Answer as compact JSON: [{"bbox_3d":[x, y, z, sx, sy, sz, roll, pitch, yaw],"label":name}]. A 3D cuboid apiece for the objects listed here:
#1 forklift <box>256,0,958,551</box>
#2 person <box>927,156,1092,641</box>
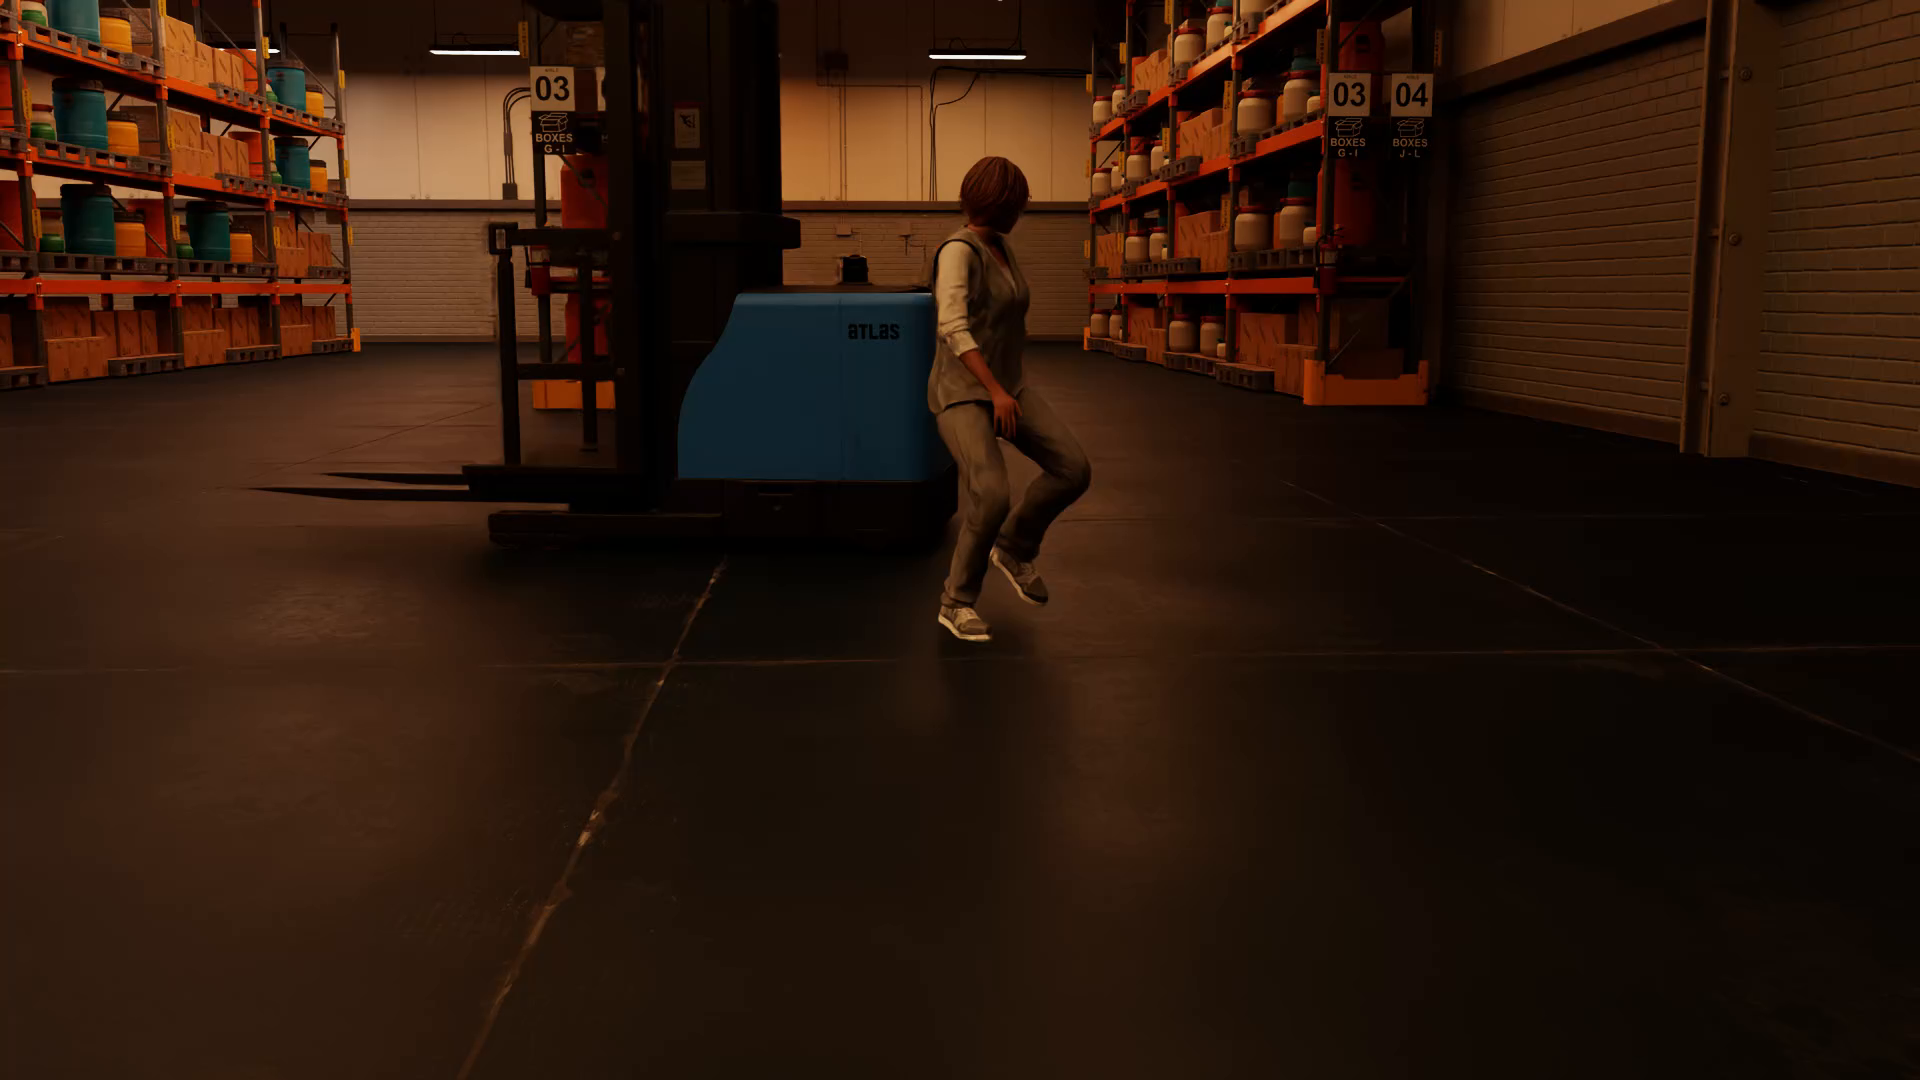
[{"bbox_3d":[-1.564,-1.480,7.300,3.031,2.935,1.130,1,8,6],"label":"forklift"},{"bbox_3d":[0.126,-0.447,5.283,0.529,1.504,0.695,7,11,39],"label":"person"}]
